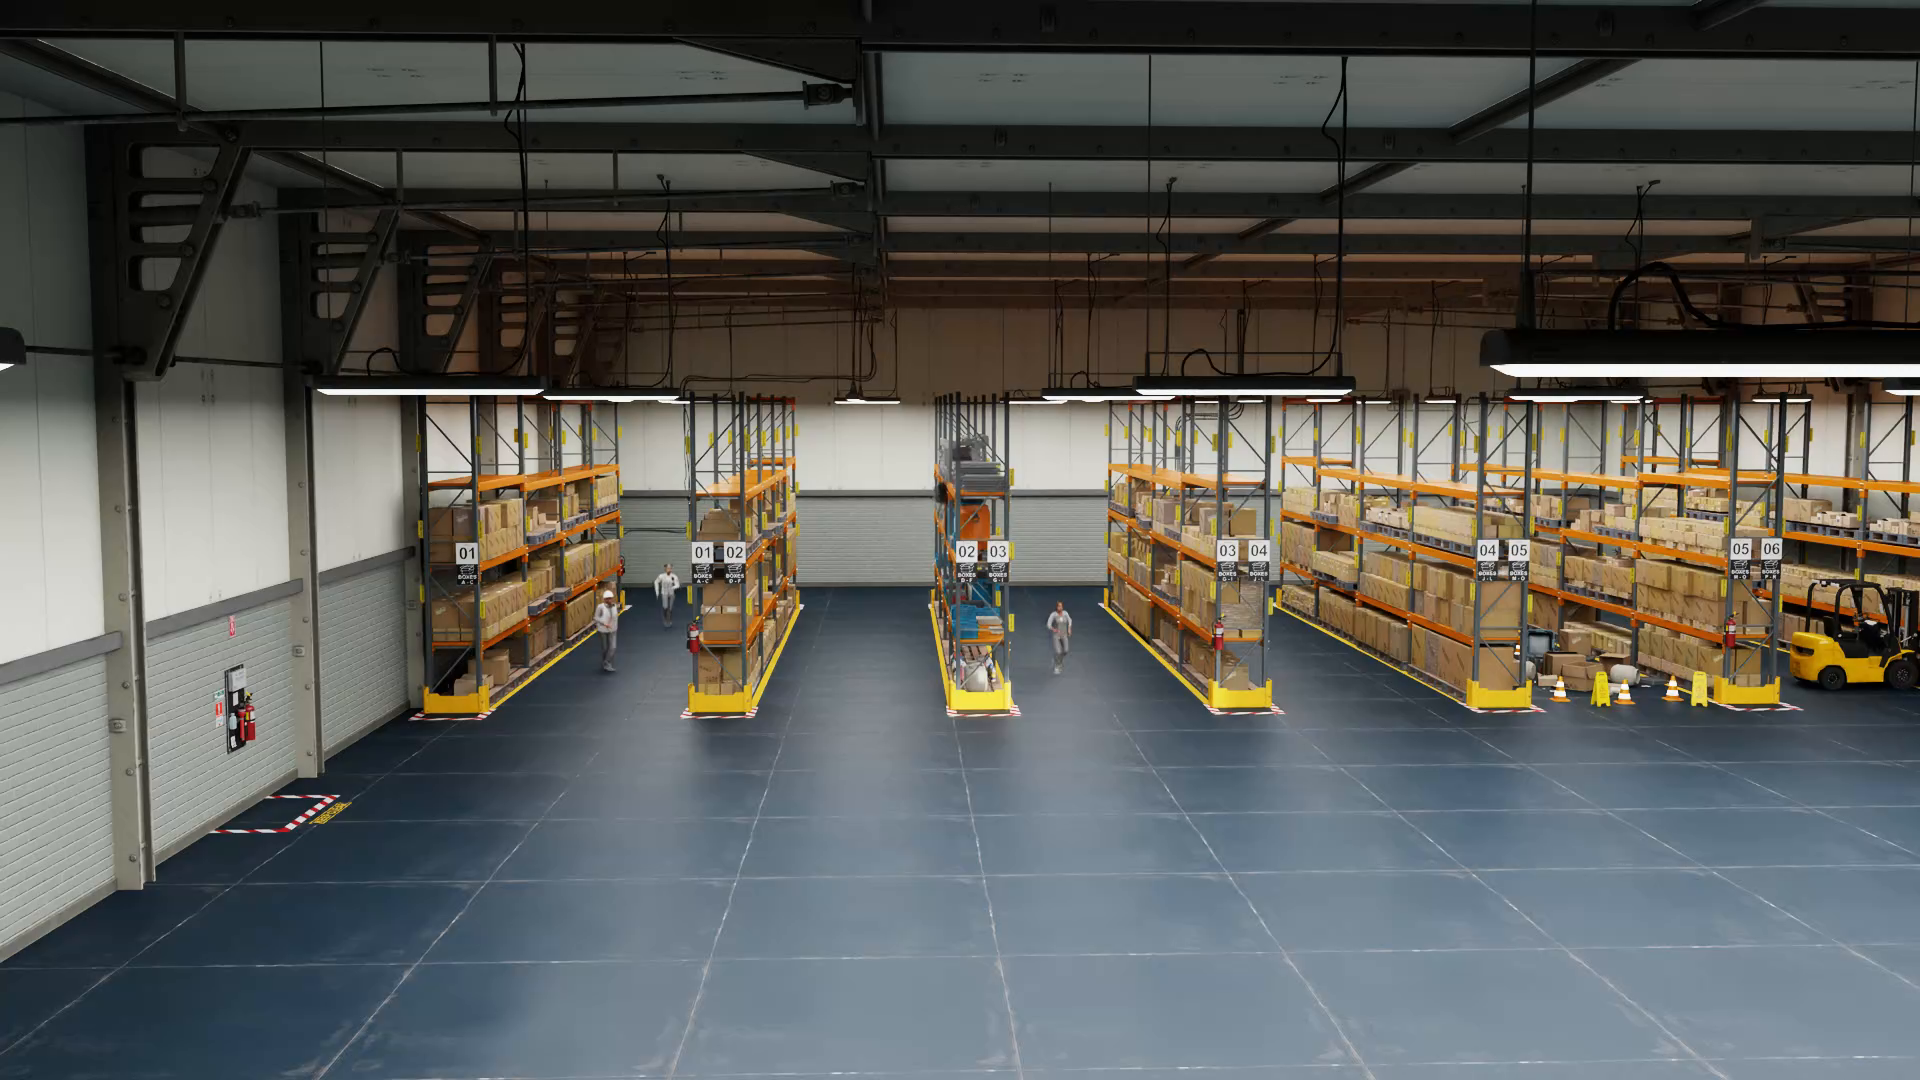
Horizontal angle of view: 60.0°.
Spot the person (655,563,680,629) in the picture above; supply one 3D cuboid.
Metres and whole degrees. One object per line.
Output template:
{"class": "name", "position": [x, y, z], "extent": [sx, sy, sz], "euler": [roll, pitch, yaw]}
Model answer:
{"class": "person", "position": [-7.571, 1.437, 43.067], "extent": [0.612, 1.693, 0.772], "euler": [-1, 5, -14]}

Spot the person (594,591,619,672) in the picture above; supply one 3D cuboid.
{"class": "person", "position": [-7.692, 1.959, 36.115], "extent": [0.640, 1.755, 0.818], "euler": [-3, 5, -30]}

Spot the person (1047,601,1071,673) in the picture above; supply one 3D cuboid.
{"class": "person", "position": [2.148, 2.082, 35.643], "extent": [0.586, 1.564, 0.521], "euler": [-2, 5, -18]}
